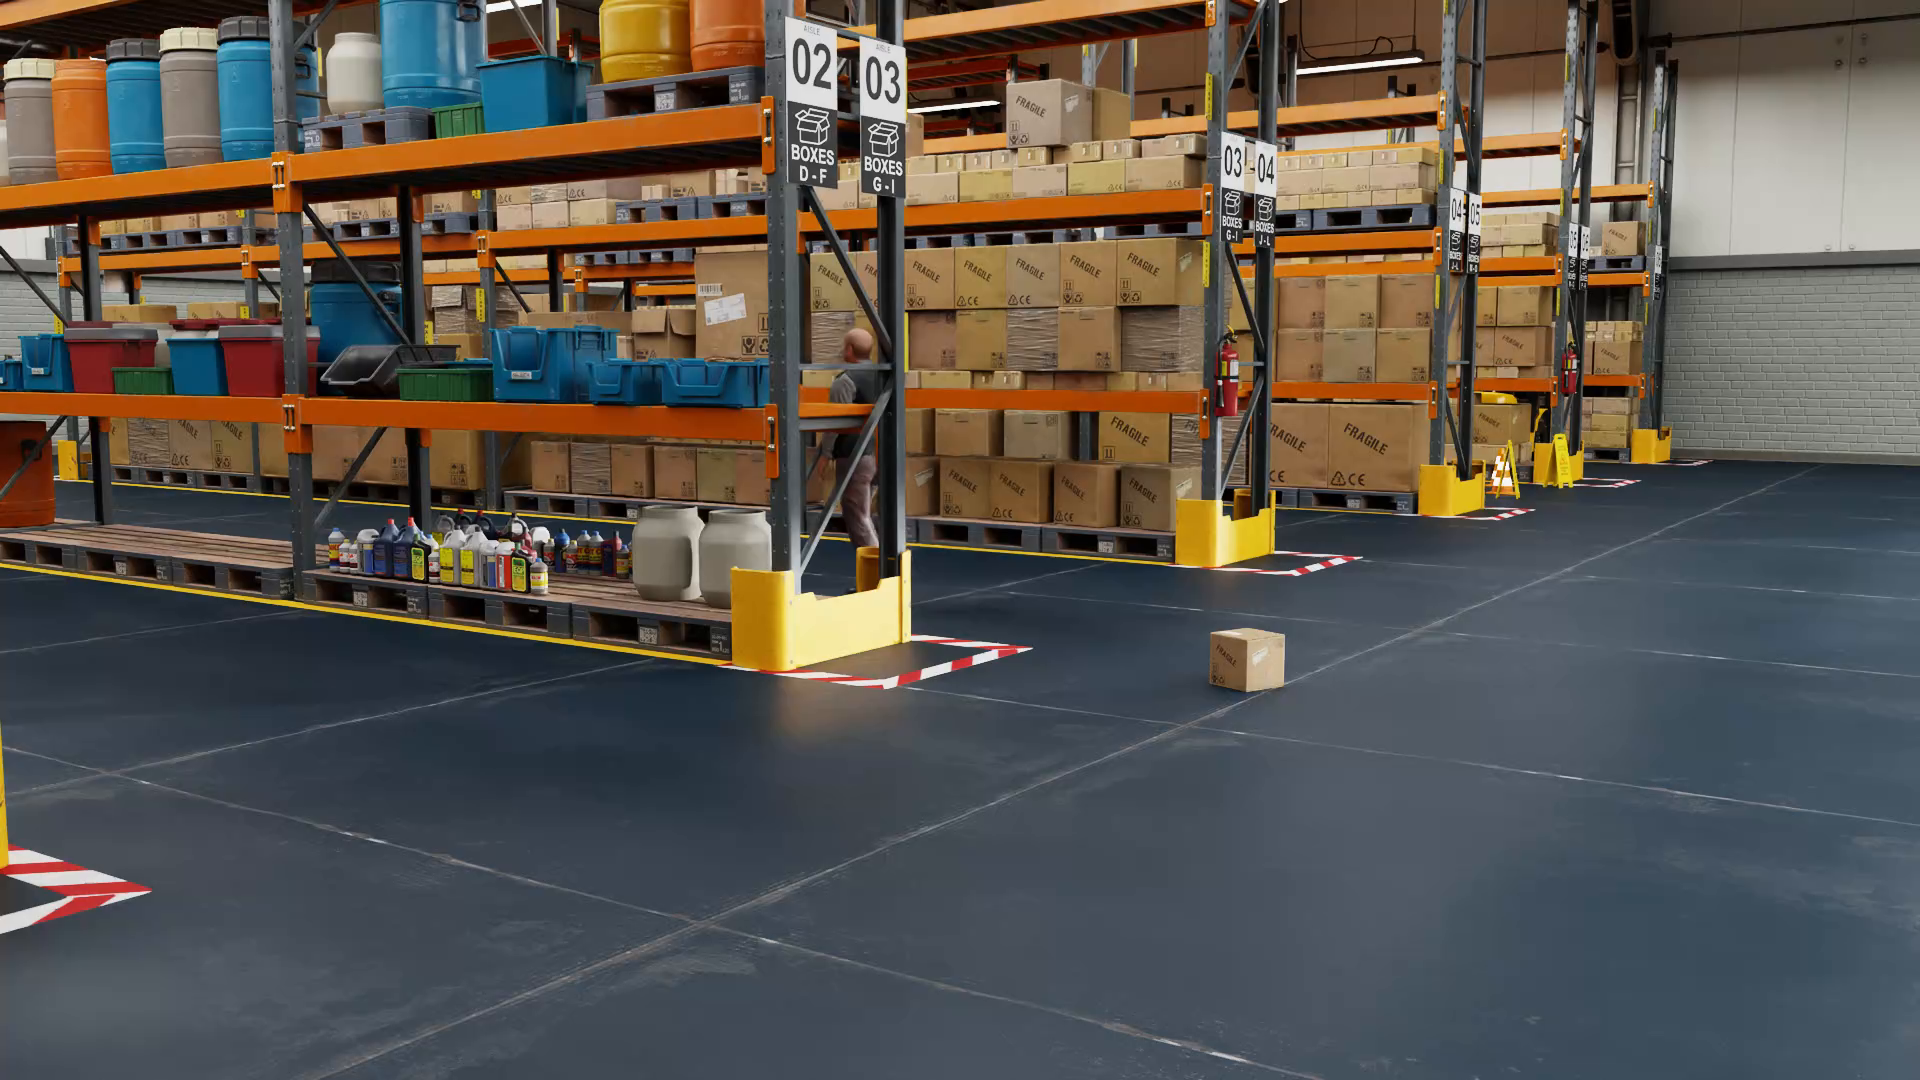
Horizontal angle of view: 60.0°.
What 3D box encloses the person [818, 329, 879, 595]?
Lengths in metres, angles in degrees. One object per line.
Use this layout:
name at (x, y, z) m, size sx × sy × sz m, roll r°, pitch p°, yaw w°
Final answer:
person at (-0.645, -0.469, 10.649) m, size 0.505 × 1.756 × 0.540 m, roll 4°, pitch 8°, yaw 35°
